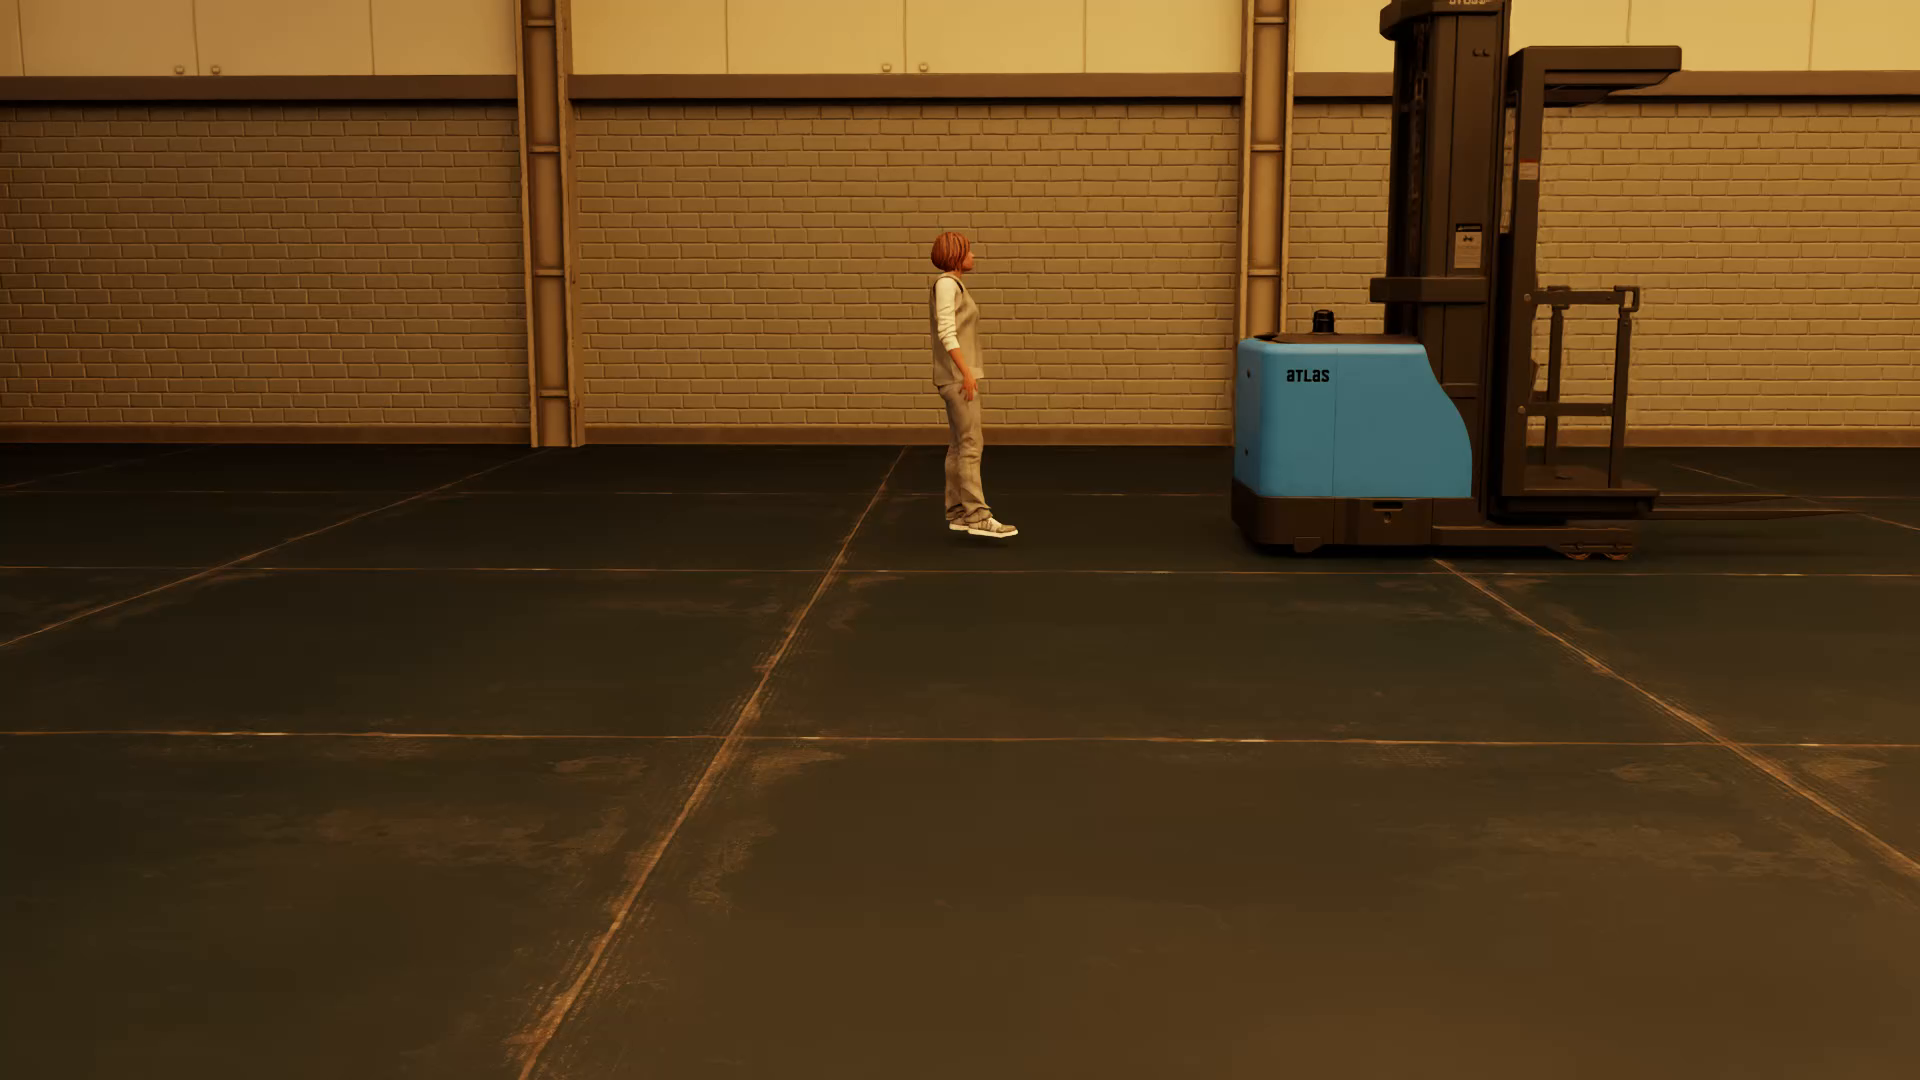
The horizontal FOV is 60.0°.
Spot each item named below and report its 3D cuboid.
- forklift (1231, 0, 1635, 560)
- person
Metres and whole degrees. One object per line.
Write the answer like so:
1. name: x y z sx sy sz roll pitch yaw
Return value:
1. forklift: 3.022 -1.429 8.652 3.031 2.935 1.130 0 9 1
2. person: 0.081 -0.717 8.877 0.459 1.362 0.521 0 9 1
